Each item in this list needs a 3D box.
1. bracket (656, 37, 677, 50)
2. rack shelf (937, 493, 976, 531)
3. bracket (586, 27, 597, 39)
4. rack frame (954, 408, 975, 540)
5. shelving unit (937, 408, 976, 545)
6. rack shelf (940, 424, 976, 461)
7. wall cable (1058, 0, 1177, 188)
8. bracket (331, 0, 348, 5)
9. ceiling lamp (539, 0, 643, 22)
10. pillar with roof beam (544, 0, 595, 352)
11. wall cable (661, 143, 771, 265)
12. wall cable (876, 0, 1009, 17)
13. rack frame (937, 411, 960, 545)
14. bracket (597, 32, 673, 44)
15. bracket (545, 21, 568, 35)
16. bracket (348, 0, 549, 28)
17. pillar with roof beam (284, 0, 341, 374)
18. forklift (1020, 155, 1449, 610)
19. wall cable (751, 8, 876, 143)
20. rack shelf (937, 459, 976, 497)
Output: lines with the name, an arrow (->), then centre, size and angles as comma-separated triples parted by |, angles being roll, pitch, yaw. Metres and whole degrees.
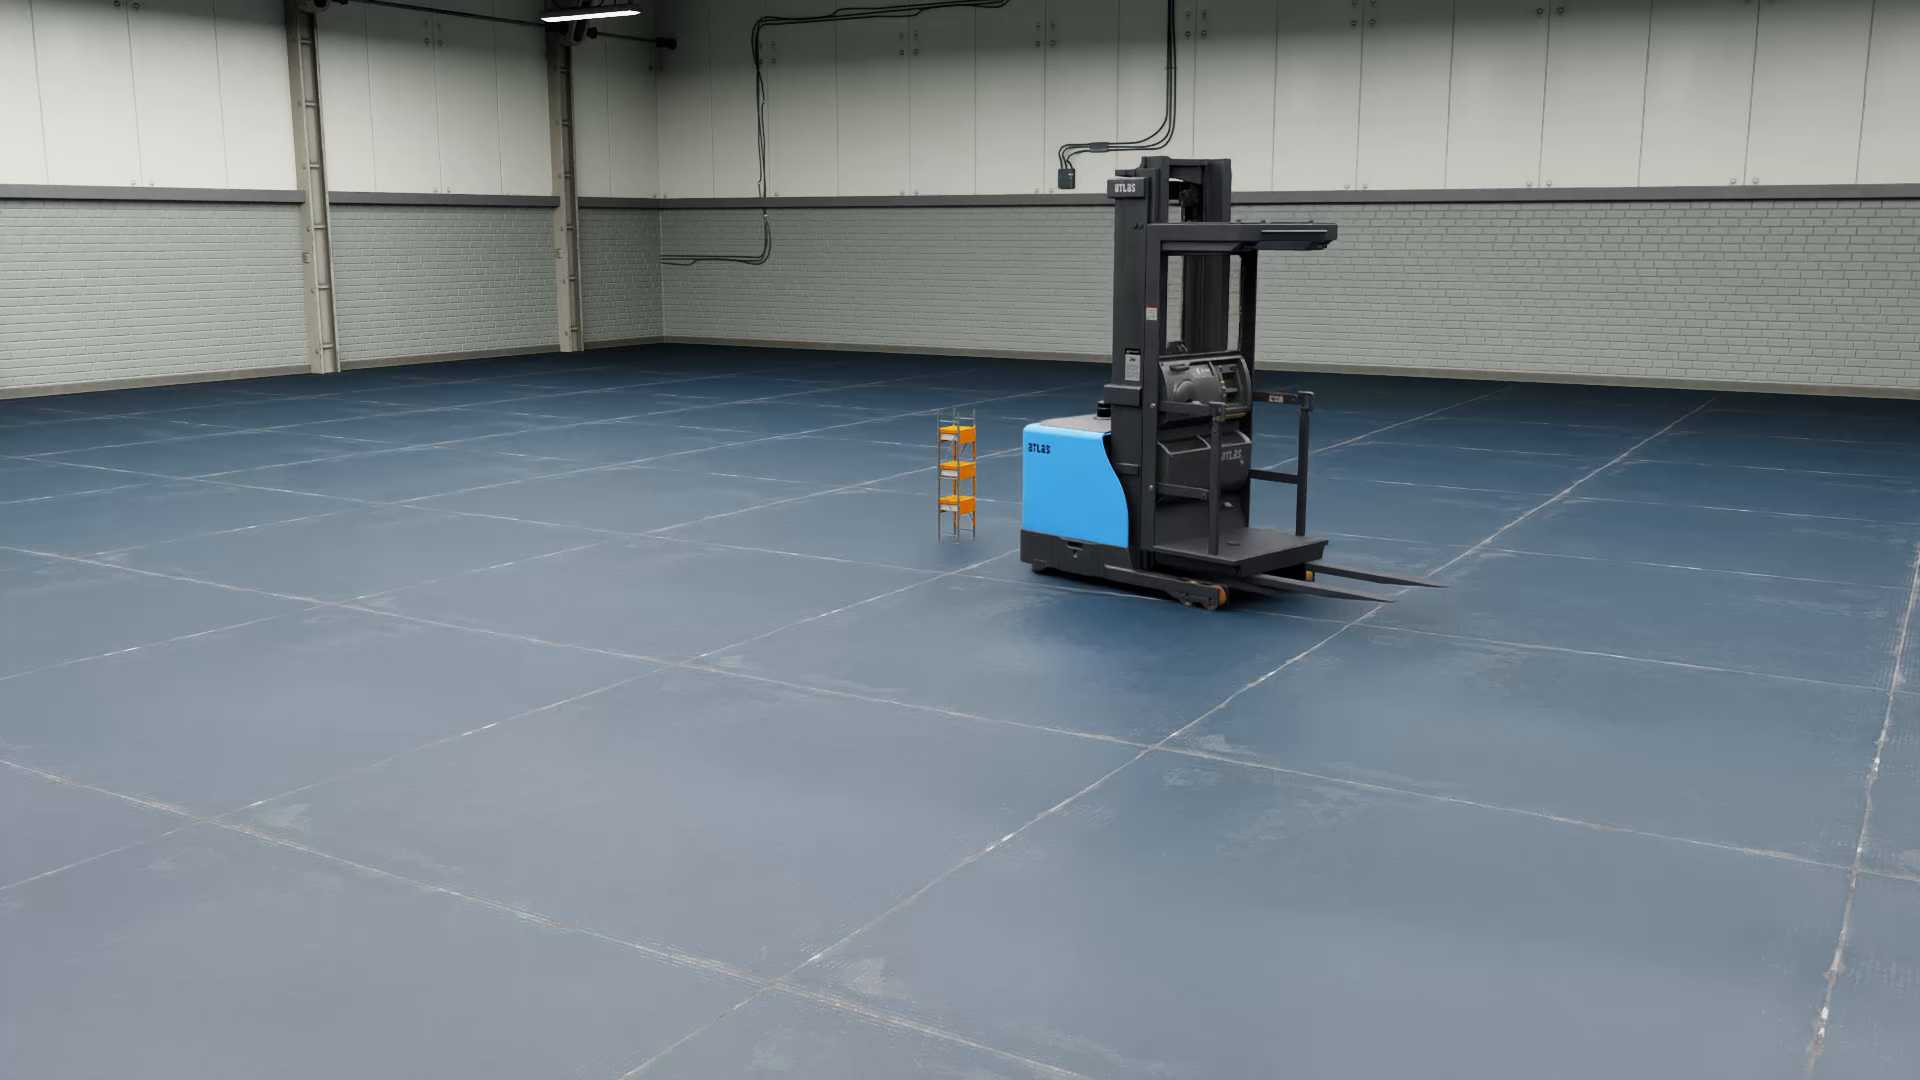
bracket -> -6.193, -10.463, 35.018 | 0.235, 0.232, 0.430 | 6, 12, 31
rack shelf -> -0.028, -0.224, 13.280 | 0.215, 0.259, 0.240 | 6, 12, 31
bracket -> -7.424, -10.090, 33.028 | 0.235, 0.232, 0.430 | 6, 12, 31
rack frame -> 0.036, -0.527, 13.330 | 0.200, 1.050, 0.008 | 6, 12, 31
shelving unit -> -0.028, -0.508, 13.227 | 0.215, 1.050, 0.252 | 6, 12, 31
rack shelf -> -0.028, -0.776, 13.177 | 0.215, 0.259, 0.240 | 6, 12, 31
wall cable -> 2.823, -9.388, 29.820 | 2.305, 6.003, 0.169 | 6, 12, 31
bracket -> -10.539, -9.146, 27.987 | 0.235, 0.232, 0.430 | 6, 12, 31
ceiling lamp -> -5.889, -10.097, 26.984 | 2.000, 3.185, 0.800 | 6, 12, 31
pillar with roof beam -> -4.263, -7.878, 30.994 | 9.100, 9.000, 0.548 | 6, 12, 31
wall cable -> -5.283, -7.100, 35.277 | 3.097, 2.526, 0.112 | 6, 12, 31
wall cable -> -0.326, -11.264, 31.434 | 3.097, 2.526, 0.112 | 6, 12, 31
rack frame -> -0.091, -0.488, 13.125 | 0.200, 1.050, 0.008 | 6, 12, 31
bracket -> -6.500, -10.370, 34.522 | 0.076, 0.066, 3.189 | 6, 12, 31
bracket -> -7.854, -9.959, 32.330 | 0.235, 0.232, 0.430 | 6, 12, 31
bracket -> -9.192, -9.554, 30.166 | 0.076, 0.066, 4.783 | 6, 12, 31
pillar with roof beam -> -7.378, -6.934, 25.954 | 9.100, 9.000, 0.548 | 6, 12, 31
forklift -> 1.828, -1.088, 11.217 | 1.130, 2.935, 3.031 | -10, 15, -43
wall cable -> -2.971, -9.324, 33.432 | 3.097, 2.526, 0.112 | 6, 12, 31
rack shelf -> -0.028, -0.497, 13.229 | 0.215, 0.259, 0.240 | 6, 12, 31
